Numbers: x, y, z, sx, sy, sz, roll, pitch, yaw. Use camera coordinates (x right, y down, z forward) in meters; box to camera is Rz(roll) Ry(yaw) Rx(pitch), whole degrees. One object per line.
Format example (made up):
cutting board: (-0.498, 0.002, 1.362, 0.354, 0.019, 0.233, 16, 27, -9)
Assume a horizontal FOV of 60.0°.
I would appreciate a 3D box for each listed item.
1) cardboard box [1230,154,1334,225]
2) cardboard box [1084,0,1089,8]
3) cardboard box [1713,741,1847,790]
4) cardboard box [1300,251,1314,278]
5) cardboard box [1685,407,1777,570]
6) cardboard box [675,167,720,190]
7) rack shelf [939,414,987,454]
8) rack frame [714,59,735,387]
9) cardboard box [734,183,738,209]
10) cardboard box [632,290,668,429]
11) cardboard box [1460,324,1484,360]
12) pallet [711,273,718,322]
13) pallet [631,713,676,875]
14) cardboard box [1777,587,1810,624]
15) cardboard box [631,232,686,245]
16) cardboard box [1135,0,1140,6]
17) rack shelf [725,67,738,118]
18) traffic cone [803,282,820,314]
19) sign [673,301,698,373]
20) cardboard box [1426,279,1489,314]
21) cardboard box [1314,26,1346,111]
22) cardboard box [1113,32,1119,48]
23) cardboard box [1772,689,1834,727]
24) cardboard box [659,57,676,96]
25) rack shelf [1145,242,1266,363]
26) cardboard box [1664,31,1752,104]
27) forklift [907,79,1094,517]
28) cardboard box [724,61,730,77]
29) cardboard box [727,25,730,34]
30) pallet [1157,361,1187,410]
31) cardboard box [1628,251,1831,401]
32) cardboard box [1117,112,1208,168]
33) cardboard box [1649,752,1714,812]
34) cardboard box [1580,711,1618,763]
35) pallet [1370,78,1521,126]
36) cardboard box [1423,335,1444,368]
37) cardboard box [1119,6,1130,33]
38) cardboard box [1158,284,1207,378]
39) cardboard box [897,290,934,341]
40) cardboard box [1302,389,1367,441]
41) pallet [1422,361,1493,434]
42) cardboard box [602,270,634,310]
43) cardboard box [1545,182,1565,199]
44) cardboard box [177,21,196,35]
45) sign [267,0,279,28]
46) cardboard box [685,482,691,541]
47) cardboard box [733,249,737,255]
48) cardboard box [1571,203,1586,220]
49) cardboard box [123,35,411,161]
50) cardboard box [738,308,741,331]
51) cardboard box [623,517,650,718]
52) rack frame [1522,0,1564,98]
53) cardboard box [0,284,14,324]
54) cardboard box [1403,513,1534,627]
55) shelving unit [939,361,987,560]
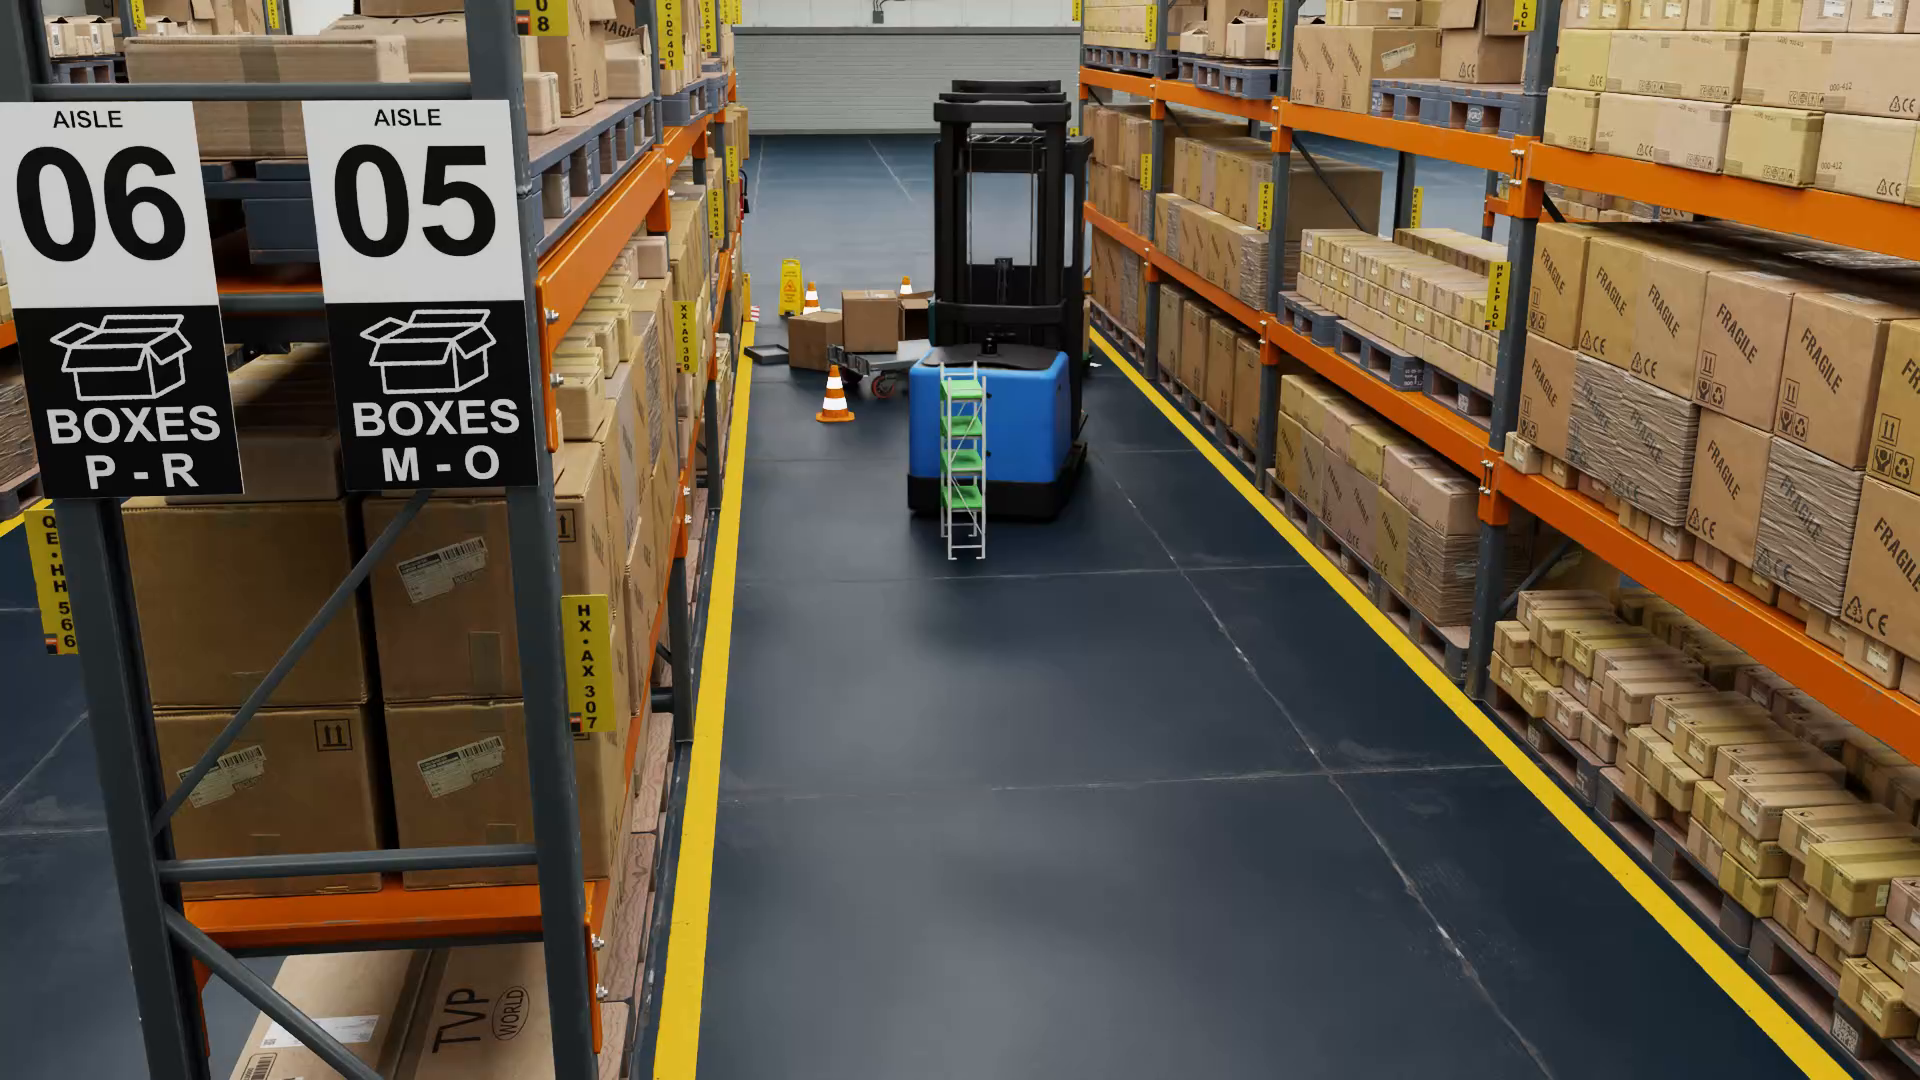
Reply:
cardboard box: (2.563, -2.785, 13.204, 0.700, 0.500, 0.500, -2, 18, -6)
cardboard box: (1.601, -6.037, 18.611, 0.380, 0.149, 0.250, -2, 17, -5)
cardboard box: (3.141, 0.897, 6.376, 0.380, 0.149, 0.250, -2, 18, -7)
cardboard box: (2.558, -1.895, 11.427, 0.380, 0.149, 0.250, -1, 17, -3)
cardboard box: (3.080, -0.208, 6.169, 0.500, 0.500, 0.500, -1, 17, -3)
cardboard box: (-2.242, -2.789, 13.689, 0.500, 0.500, 0.500, -1, 17, -4)
rack shelf: (0.017, -0.691, 10.788, 0.258, 0.148, 0.480, -2, 18, -6)
rack frame: (-2.618, -2.832, 15.189, 1.000, 3.000, 0.127, -2, 18, -6)
cardboard box: (-2.605, -3.761, 17.486, 0.500, 0.500, 0.500, -2, 18, -6)
cardboard box: (-1.425, -0.689, 6.529, 0.500, 0.500, 0.500, -2, 18, -6)
cardboard box: (2.855, -1.044, 8.718, 0.380, 0.149, 0.250, -2, 18, -5)
pallet: (-2.385, -1.757, 12.087, 1.213, 0.211, 1.003, -2, 18, -6)
pallet: (-1.792, 1.111, 7.285, 1.003, 0.211, 1.213, -2, 18, -6)
cardboard box: (3.173, 0.206, 5.934, 0.380, 0.149, 0.250, -3, 18, -8)
cardboard box: (-1.632, -1.264, 8.358, 0.500, 0.500, 0.500, -2, 18, -6)
cardboard box: (1.889, -5.204, 15.956, 0.380, 0.149, 0.250, -2, 18, -6)
rack shelf: (-2.824, -4.515, 16.745, 1.077, 0.370, 4.000, -2, 18, -6)
traffic cone: (-1.703, -2.725, 19.083, 0.336, 0.463, 0.334, -2, 18, -6)
sign: (-1.241, -0.916, 7.511, 0.100, 0.325, 0.005, -2, 18, -6)
cardboard box: (2.804, -1.344, 9.176, 0.380, 0.149, 0.250, -2, 18, -6)
cardboard box: (2.561, -2.975, 10.469, 0.500, 0.500, 0.500, -2, 18, -6)
cardboard box: (1.781, -5.127, 17.044, 0.380, 0.149, 0.250, -2, 18, -6)
cardboard box: (3.624, 0.729, 6.912, 0.380, 0.149, 0.250, -2, 18, -8)
cardboard box: (-1.496, -2.175, 7.614, 0.396, 0.266, 0.258, -2, 18, -6)
rack shelf: (2.502, -2.076, 13.981, 1.077, 0.370, 4.000, -2, 18, -6)
cardboard box: (3.016, -1.780, 6.245, 0.500, 0.250, 0.500, -1, 17, -5)
forklift: (0.399, -1.959, 12.524, 1.130, 2.935, 3.031, 3, 18, 10)
cardboard box: (-2.452, -4.630, 16.329, 0.380, 0.149, 0.250, -2, 18, -7)
cardboard box: (-2.510, -5.168, 16.709, 0.380, 0.149, 0.250, -1, 17, -4)
pallet: (2.450, -1.457, 15.464, 1.003, 0.211, 1.213, -2, 18, -6)
cardboard box: (3.015, -0.851, 6.546, 0.500, 0.500, 0.500, -1, 17, -5)
cardboard box: (2.138, -4.195, 17.480, 0.875, 0.550, 0.500, -2, 18, -6)
cardboard box: (3.009, 0.963, 6.663, 0.380, 0.149, 0.250, -2, 18, -5)
cardboard box: (3.019, 0.873, 7.447, 0.380, 0.149, 0.250, -2, 18, -7)
pallet: (3.053, -2.469, 9.339, 1.213, 0.211, 1.003, -2, 18, -6)
cardboard box: (2.806, -1.050, 9.233, 0.380, 0.149, 0.250, -3, 18, -8)
cardboard box: (1.888, -5.203, 16.619, 0.500, 0.250, 0.500, -2, 18, -6)
cardboard box: (2.449, -1.959, 15.465, 1.050, 0.750, 0.750, -2, 18, -6)
cardboard box: (-0.331, -2.387, 17.941, 0.637, 0.503, 0.797, 16, 24, 42)
cardboard box: (2.591, -0.824, 11.015, 0.500, 0.250, 0.500, -2, 18, -6)
pallet: (3.186, -0.772, 8.948, 1.003, 0.211, 1.213, -2, 18, -6)
cardboard box: (-1.404, -0.896, 6.103, 0.380, 0.149, 0.250, -2, 18, -6)
cardboard box: (7.036, -4.059, 18.434, 0.875, 0.500, 0.500, -2, 18, -6)
cardboard box: (-7.406, -4.744, 15.628, 0.396, 0.266, 0.258, -2, 18, -7)
sign: (-7.426, -5.697, 17.963, 0.100, 0.325, 0.005, -2, 18, -6)
cardboard box: (-2.129, -0.352, 10.137, 0.875, 0.875, 0.875, -2, 17, -5)
cardboard box: (-2.449, -2.844, 16.782, 0.380, 0.149, 0.250, -1, 17, -2)
cardboard box: (6.785, -3.520, 17.801, 0.380, 0.149, 0.250, -2, 18, -6)
cardboard box: (-1.516, -0.995, 3.714, 0.500, 0.250, 0.500, -3, 18, -11)
cardboard box: (-2.574, -2.369, 17.604, 0.500, 0.250, 0.500, -2, 18, -8)
cardboard box: (-1.259, 0.242, 5.231, 0.500, 0.500, 0.500, -2, 18, -6)
rack frame: (3.121, -3.493, 7.281, 1.000, 3.000, 0.127, -2, 18, -6)
cardboard box: (-6.992, -1.704, 11.846, 0.500, 0.250, 0.500, -2, 18, -7)
cardboard box: (2.794, 0.148, 9.169, 0.500, 0.500, 0.500, -2, 18, -7)
shelving unit: (0.017, -0.523, 10.840, 0.258, 1.200, 0.503, -2, 18, -6)
